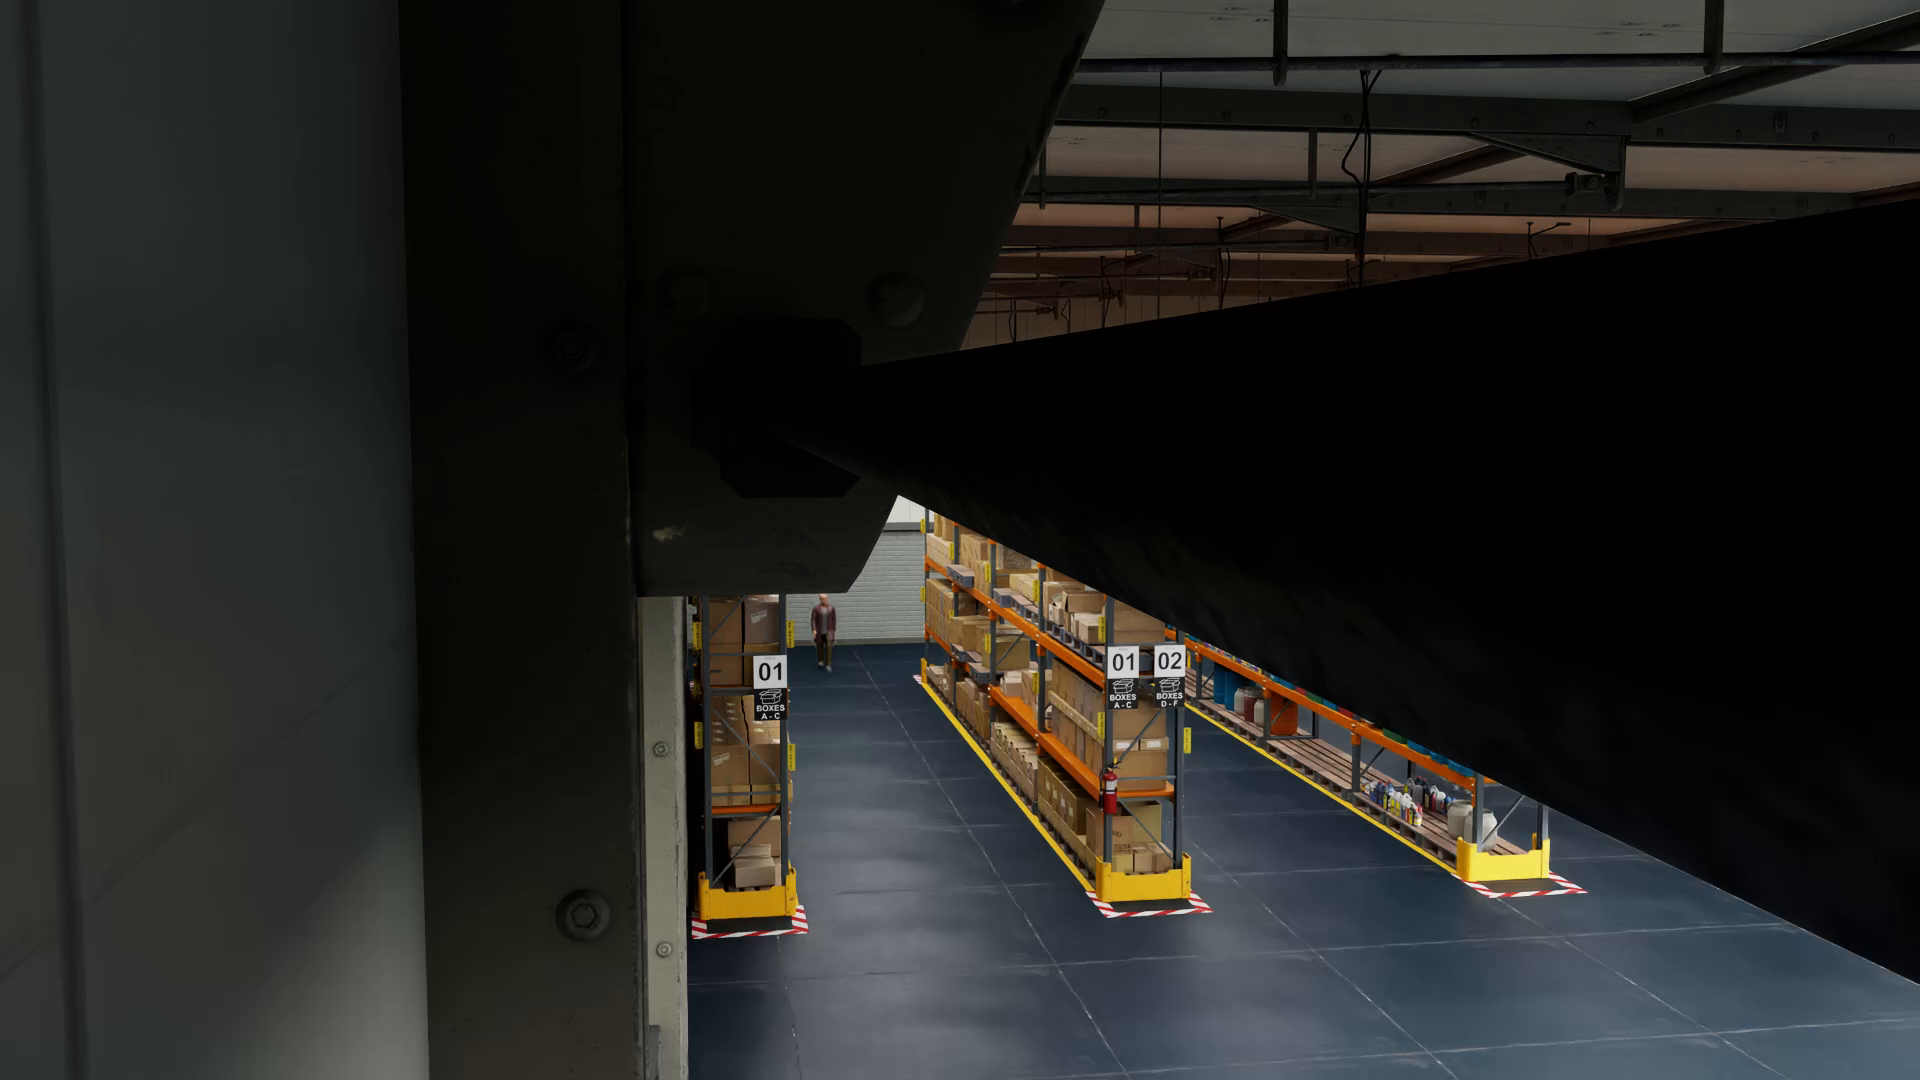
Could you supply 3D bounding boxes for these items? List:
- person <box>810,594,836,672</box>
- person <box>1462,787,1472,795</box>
[{"bbox_3d":[-3.125,2.099,38.069,0.594,1.712,1.141,-1,5,-7],"label":"person"},{"bbox_3d":[8.032,3.191,26.470,0.504,1.643,0.609,0,5,5],"label":"person"}]
